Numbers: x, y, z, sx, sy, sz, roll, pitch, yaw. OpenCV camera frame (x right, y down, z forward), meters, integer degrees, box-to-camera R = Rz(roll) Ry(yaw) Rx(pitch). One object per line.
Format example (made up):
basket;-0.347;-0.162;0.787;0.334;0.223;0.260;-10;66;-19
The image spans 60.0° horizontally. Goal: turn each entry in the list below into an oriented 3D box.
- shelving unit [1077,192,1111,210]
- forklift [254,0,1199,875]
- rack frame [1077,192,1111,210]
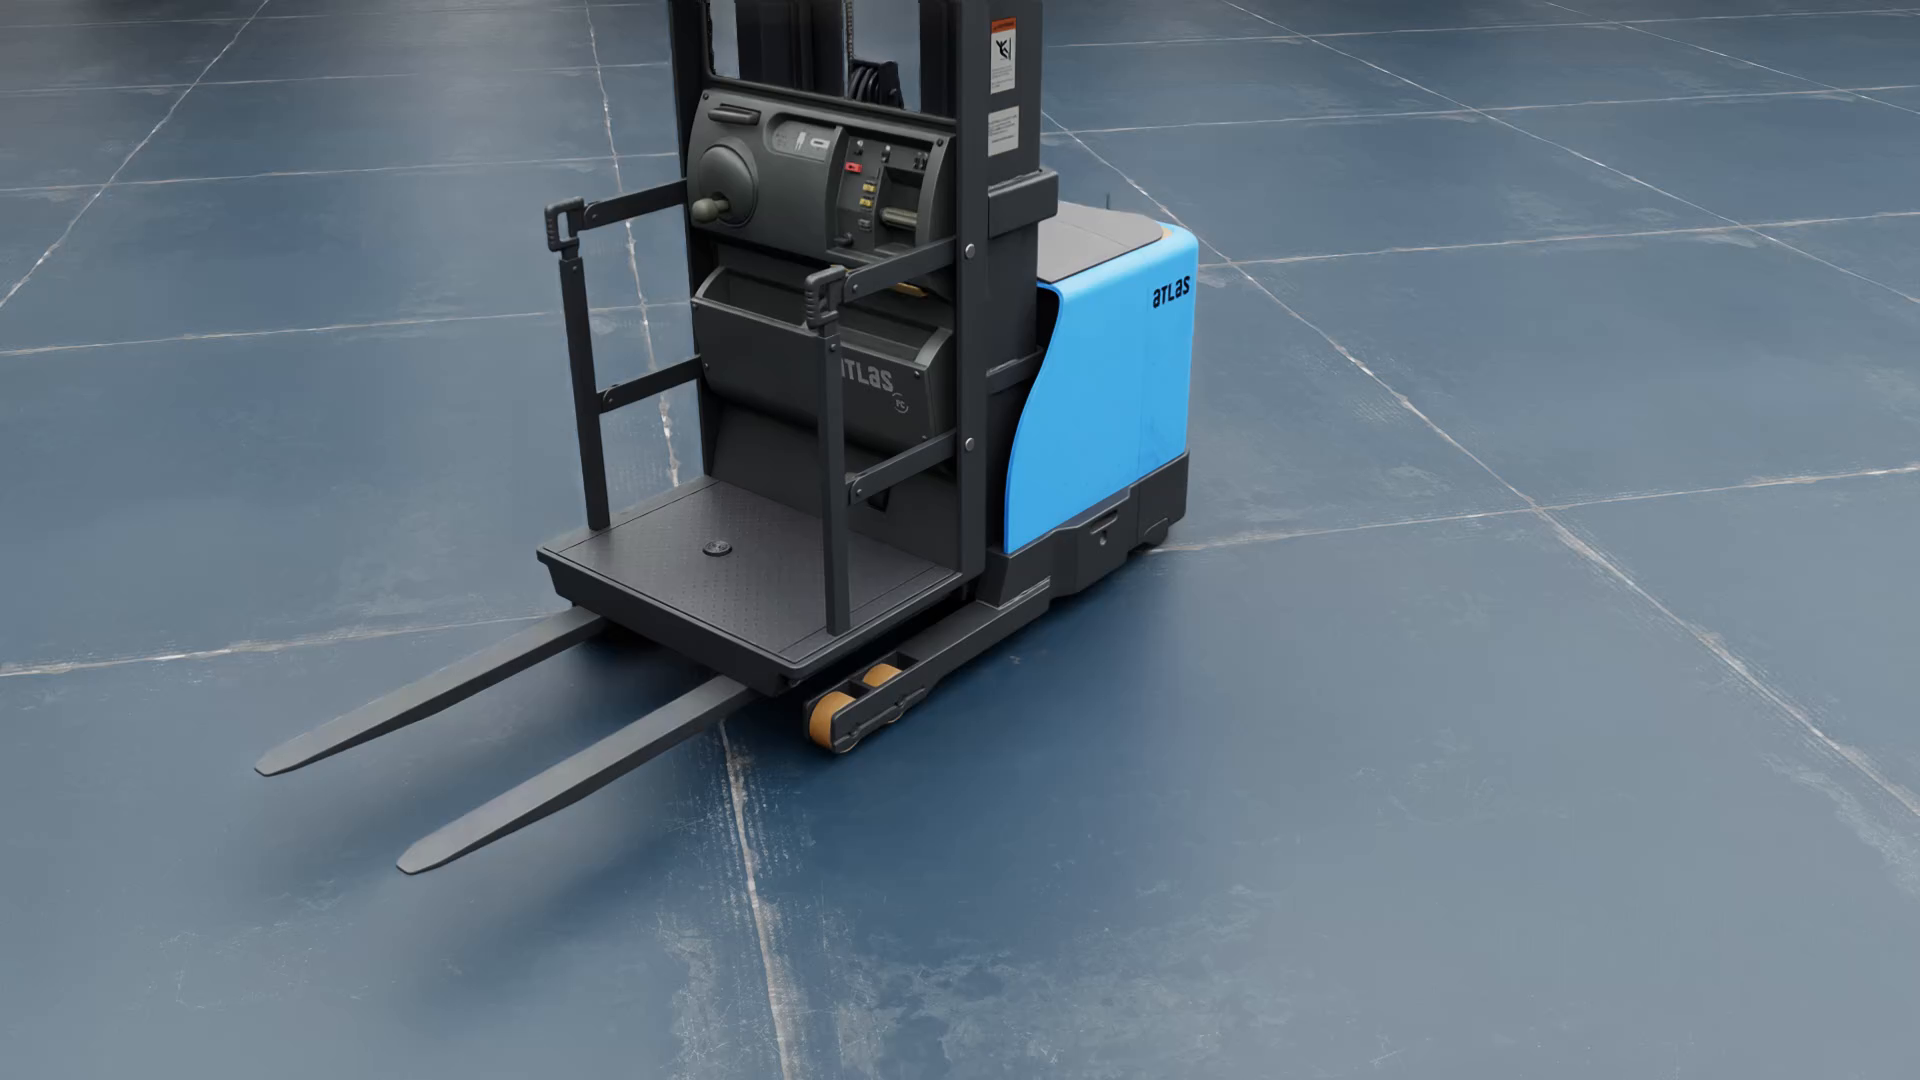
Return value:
shelving unit;0.371;-0.752;6.075;0.252;1.050;0.215;20;33;34
forklift;-0.540;-0.976;4.430;1.130;2.935;3.031;20;33;35
rack frame;0.467;-0.718;6.007;0.008;1.050;0.200;20;33;34
